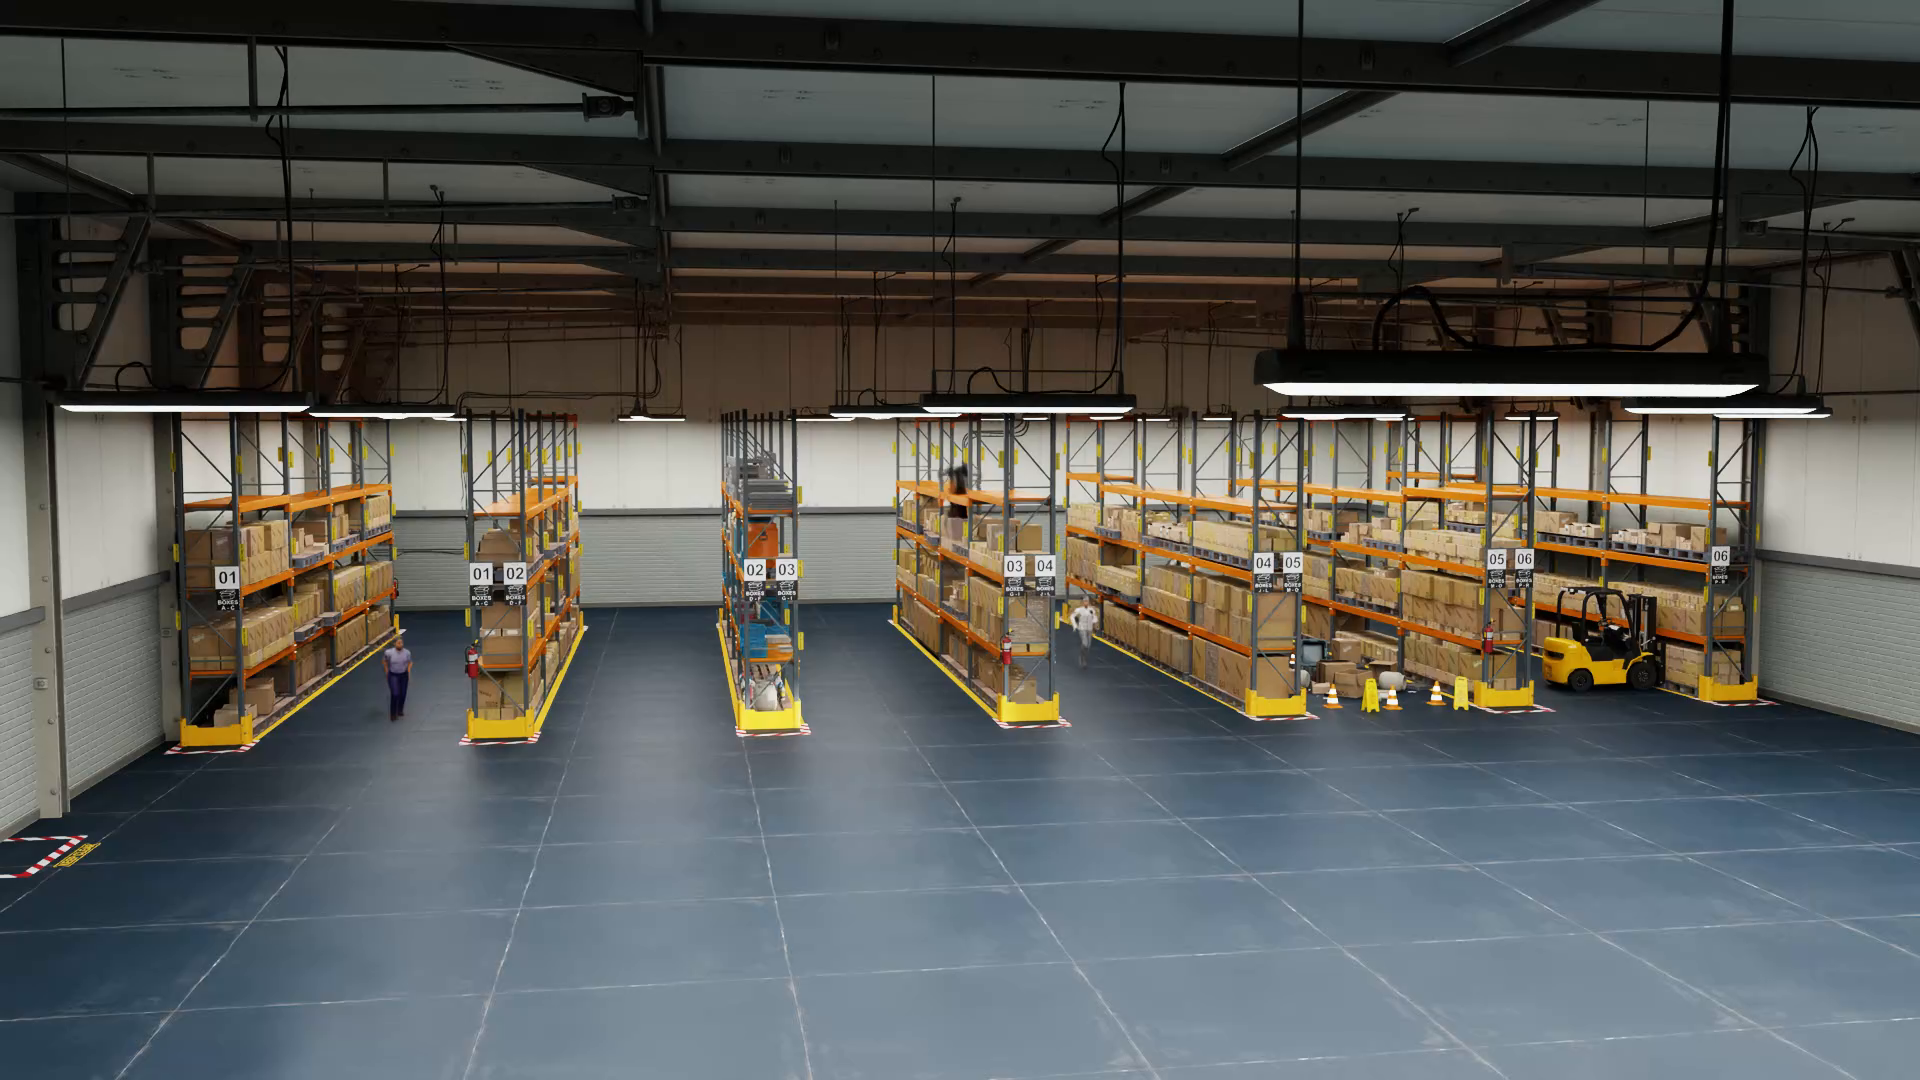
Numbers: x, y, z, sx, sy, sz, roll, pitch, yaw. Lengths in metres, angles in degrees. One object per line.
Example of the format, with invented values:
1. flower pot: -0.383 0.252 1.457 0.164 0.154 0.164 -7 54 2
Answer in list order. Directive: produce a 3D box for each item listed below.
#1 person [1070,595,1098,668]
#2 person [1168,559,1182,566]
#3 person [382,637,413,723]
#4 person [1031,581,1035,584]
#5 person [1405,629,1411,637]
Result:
1. person: 2.955 2.156 39.098 0.559 1.714 0.693 -1 4 -19
2. person: 6.714 1.205 51.912 0.913 1.759 0.669 -2 5 -31
3. person: -10.831 2.686 32.075 0.522 1.675 0.806 -3 5 -35
4. person: 2.129 1.643 46.372 0.553 1.716 0.764 0 4 -5
5. person: 11.659 1.952 42.340 0.608 1.671 0.851 -2 4 -21
